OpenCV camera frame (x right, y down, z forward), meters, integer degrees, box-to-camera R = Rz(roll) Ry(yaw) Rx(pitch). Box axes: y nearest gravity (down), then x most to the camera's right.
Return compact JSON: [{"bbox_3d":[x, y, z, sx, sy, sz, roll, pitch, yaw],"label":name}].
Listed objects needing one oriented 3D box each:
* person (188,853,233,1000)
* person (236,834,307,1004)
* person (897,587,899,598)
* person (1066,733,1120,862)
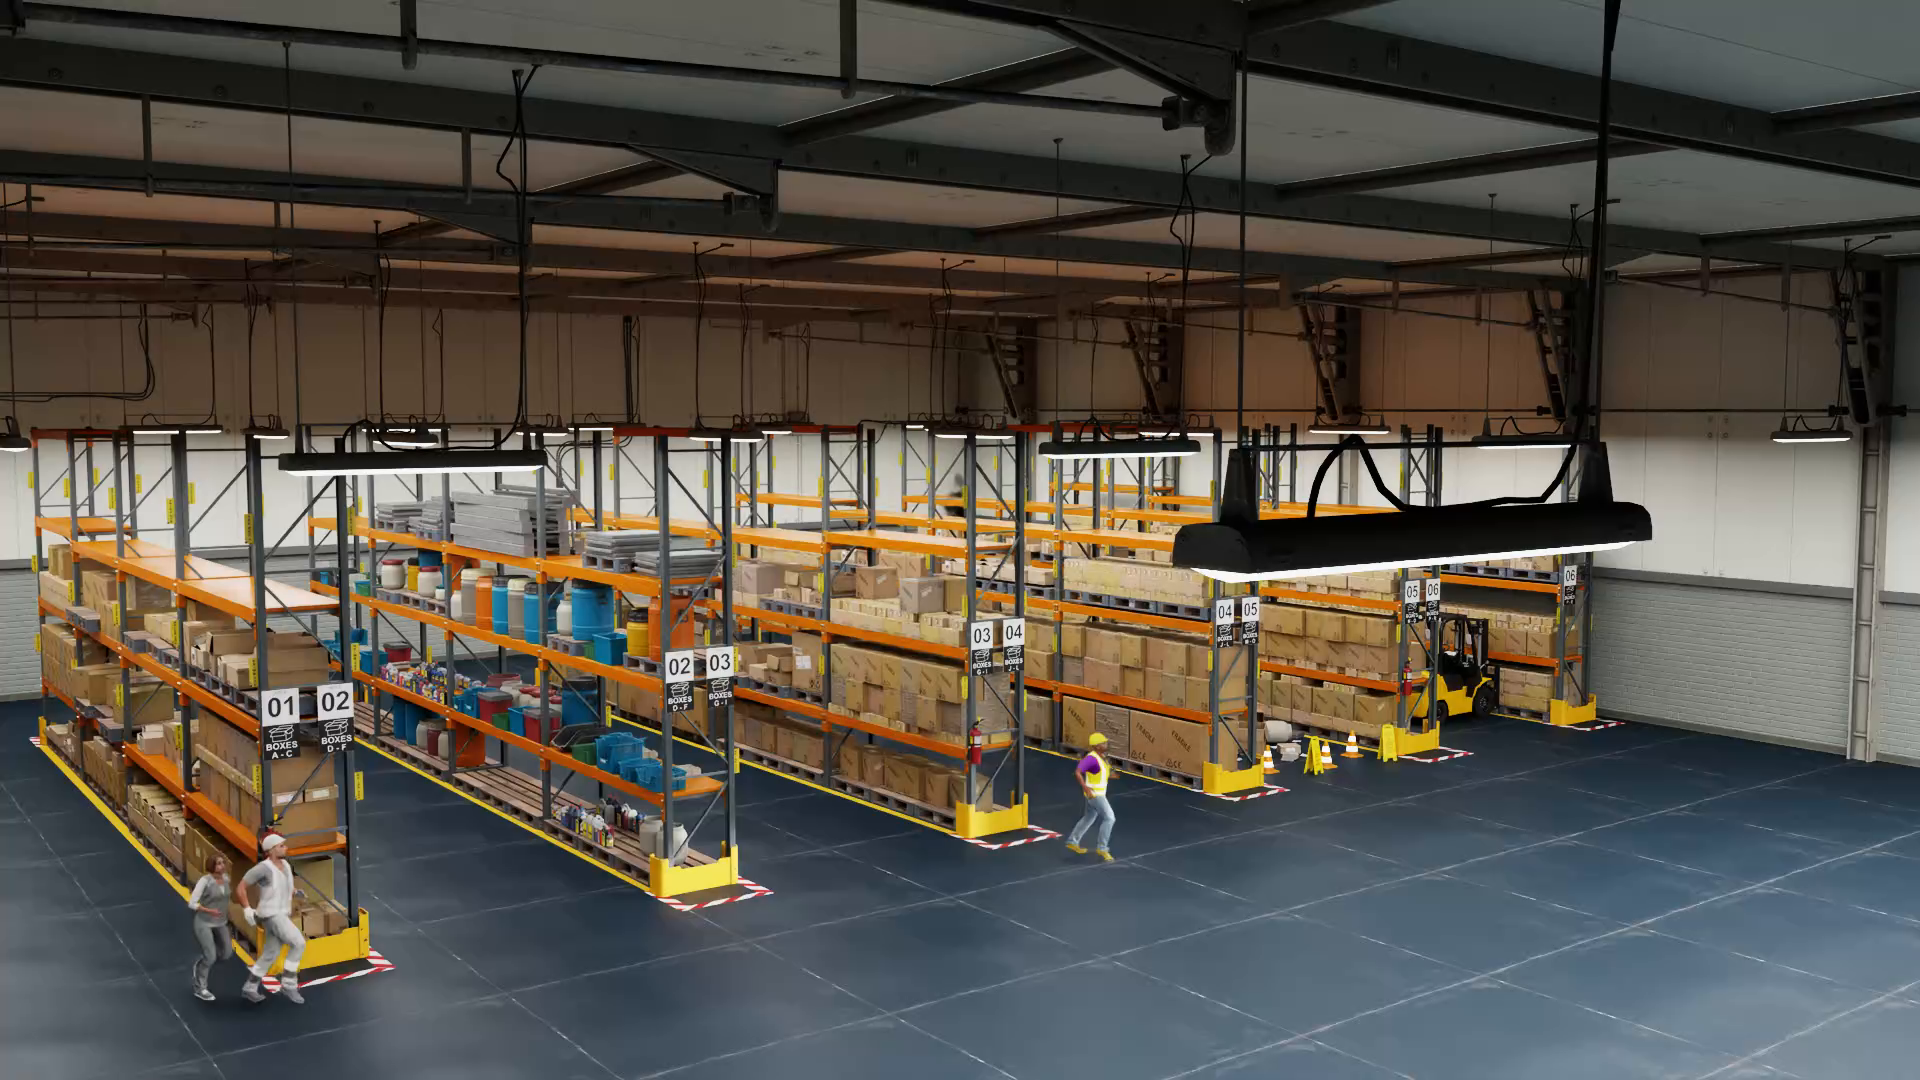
[{"bbox_3d":[-8.038,4.156,17.951,0.570,1.551,0.557,2,5,28],"label":"person"},{"bbox_3d":[-7.319,4.038,17.820,0.698,1.753,0.687,0,4,0],"label":"person"},{"bbox_3d":[-1.834,2.007,44.691,0.627,1.711,0.703,0,4,0],"label":"person"},{"bbox_3d":[1.876,3.615,23.443,0.766,1.824,0.682,1,5,9],"label":"person"}]
